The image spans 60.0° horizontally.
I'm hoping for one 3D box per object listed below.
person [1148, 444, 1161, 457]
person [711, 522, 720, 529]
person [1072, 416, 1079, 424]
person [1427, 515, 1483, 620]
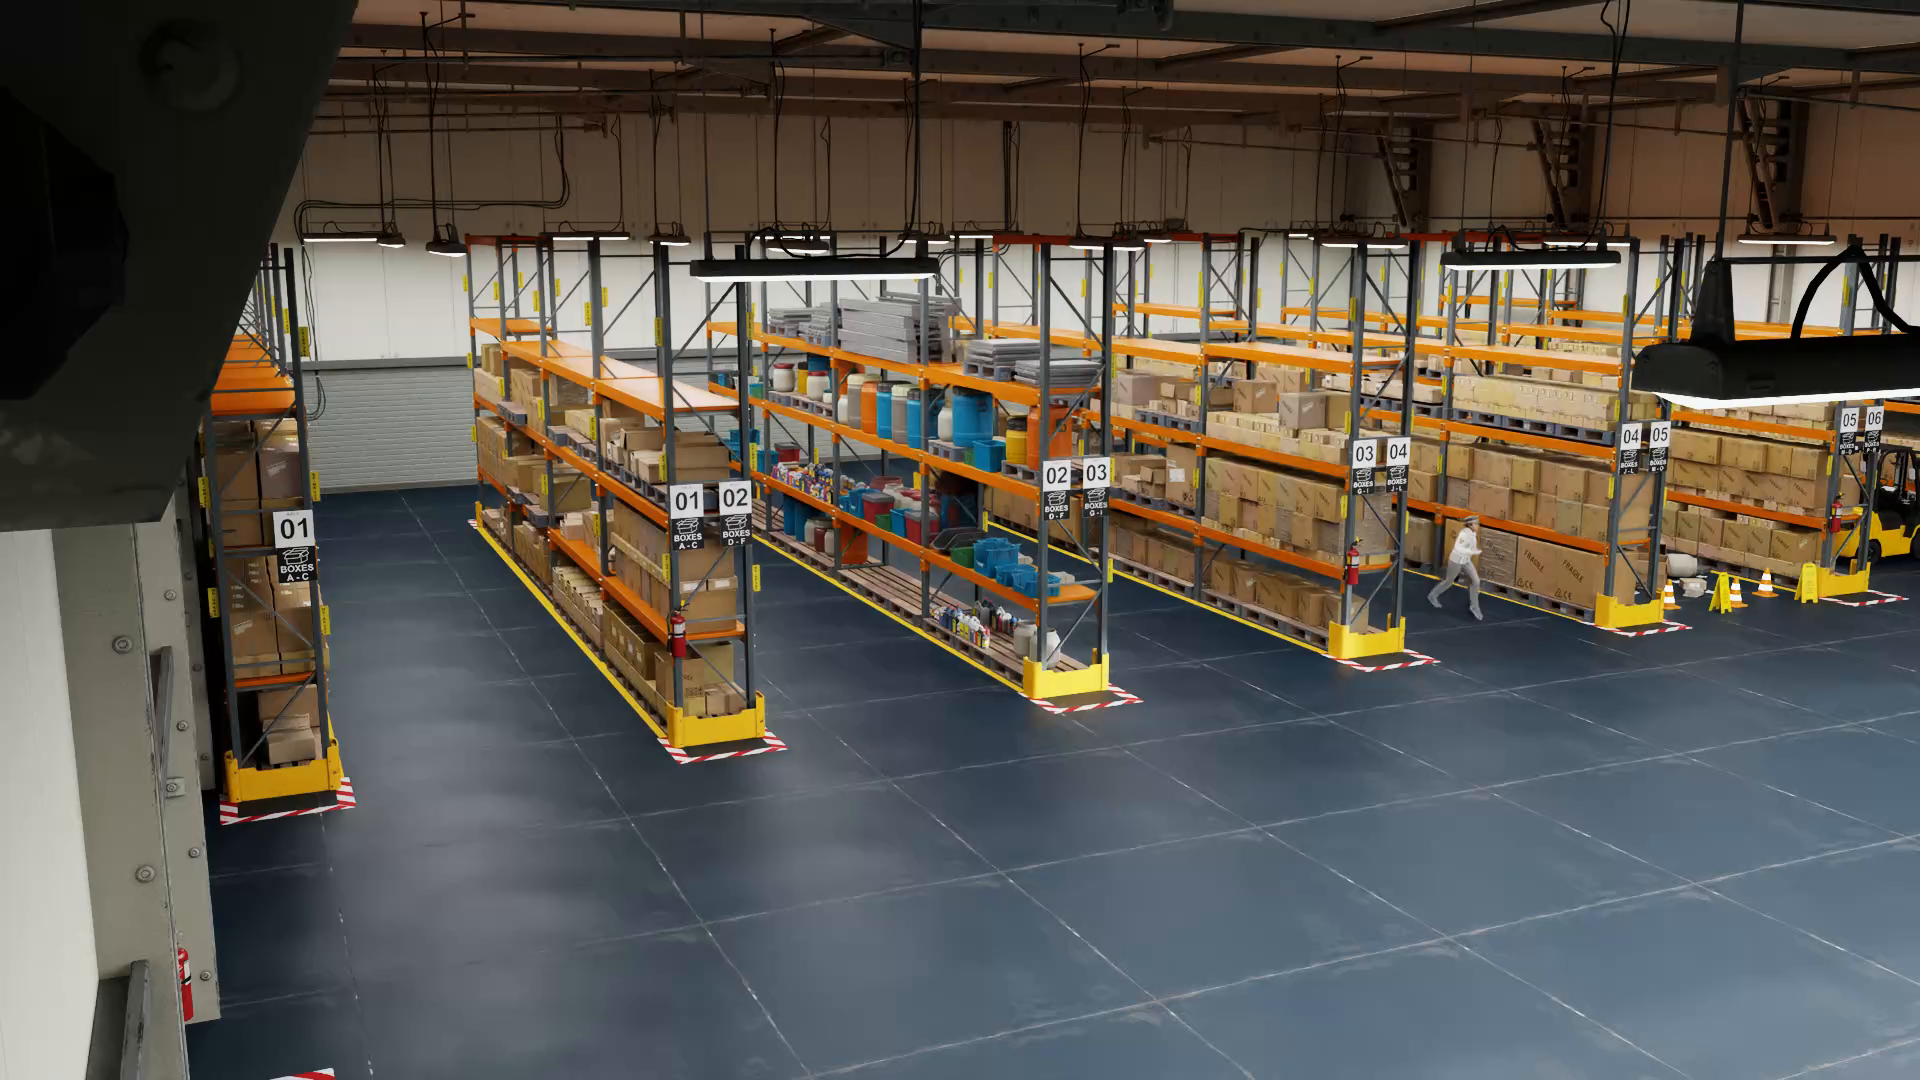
[{"bbox_3d":[4.907,-2.453,41.552,0.716,1.654,0.639,6,12,27],"label":"person"},{"bbox_3d":[-4.682,-0.650,31.968,0.608,1.705,0.833,-3,11,-16],"label":"person"},{"bbox_3d":[2.654,-2.123,39.369,0.759,1.726,0.935,0,11,2],"label":"person"},{"bbox_3d":[8.011,0.392,26.790,0.612,1.695,0.992,-9,14,-40],"label":"person"}]
